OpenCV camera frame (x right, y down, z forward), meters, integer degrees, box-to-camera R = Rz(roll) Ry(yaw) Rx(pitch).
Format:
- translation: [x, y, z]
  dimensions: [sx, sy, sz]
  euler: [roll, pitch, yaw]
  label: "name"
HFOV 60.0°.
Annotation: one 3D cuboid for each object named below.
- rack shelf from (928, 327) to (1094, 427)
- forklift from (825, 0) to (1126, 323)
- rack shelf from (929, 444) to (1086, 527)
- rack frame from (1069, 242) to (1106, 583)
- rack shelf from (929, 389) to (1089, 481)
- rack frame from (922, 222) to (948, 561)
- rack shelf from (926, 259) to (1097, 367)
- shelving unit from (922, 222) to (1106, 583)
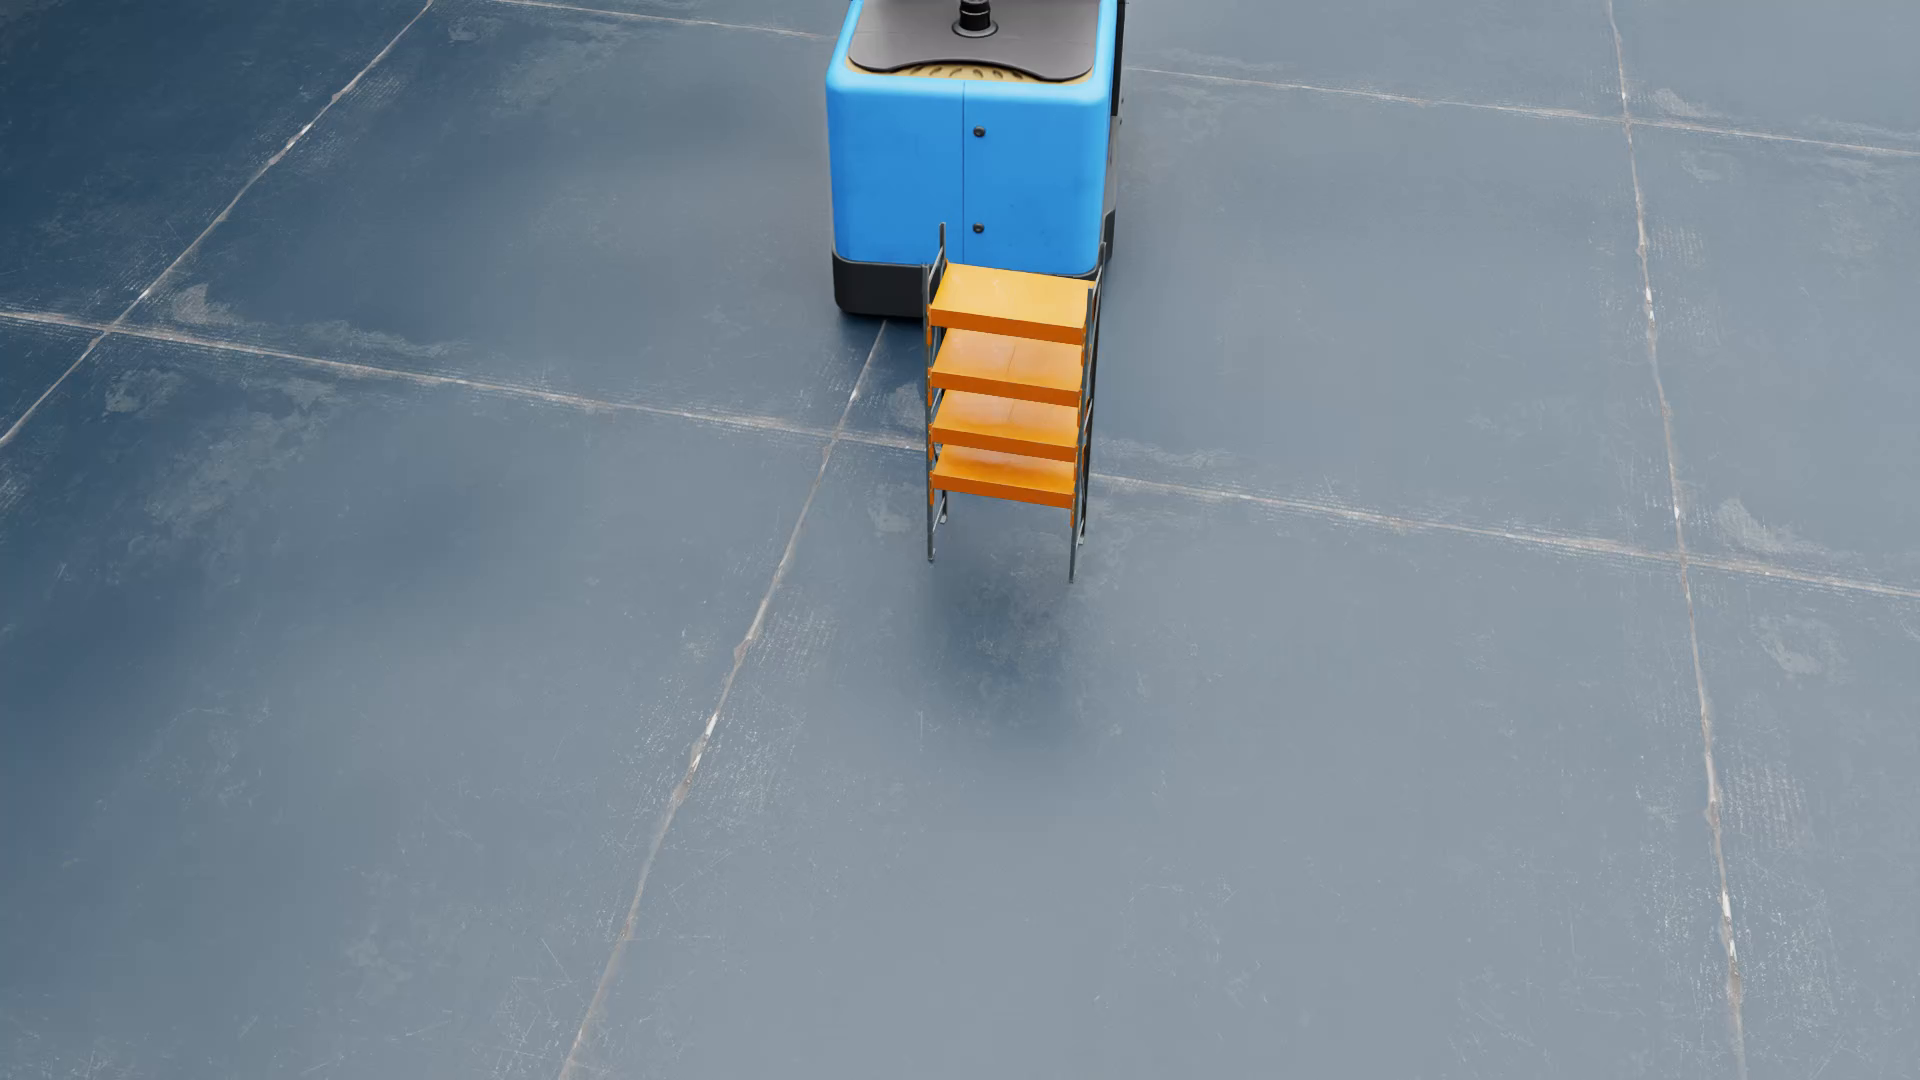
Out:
- translation: [0.162, -0.520, 5.199]
  dimensions: [0.480, 0.148, 0.258]
  euler: [9, 45, 9]
  label: "rack shelf"
- translation: [0.177, -2.911, 6.661]
  dimensions: [1.130, 2.935, 3.031]
  euler: [4, 44, 5]
  label: "forklift"
- translation: [0.162, -0.216, 5.492]
  dimensions: [0.480, 0.148, 0.258]
  euler: [9, 45, 9]
  label: "rack shelf"
- translation: [0.400, -0.370, 5.269]
  dimensions: [0.015, 1.200, 0.240]
  euler: [9, 45, 9]
  label: "rack frame"
- translation: [0.162, -0.359, 5.355]
  dimensions: [0.480, 0.148, 0.258]
  euler: [9, 45, 9]
  label: "rack shelf"
- translation: [-0.077, -0.444, 5.346]
  dimensions: [0.015, 1.200, 0.240]
  euler: [9, 45, 9]
  label: "rack frame"
- translation: [0.162, -0.690, 5.035]
  dimensions: [0.480, 0.148, 0.258]
  euler: [9, 45, 9]
  label: "rack shelf"
- translation: [0.162, -0.407, 5.308]
  dimensions: [0.503, 1.200, 0.258]
  euler: [9, 45, 9]
  label: "shelving unit"
